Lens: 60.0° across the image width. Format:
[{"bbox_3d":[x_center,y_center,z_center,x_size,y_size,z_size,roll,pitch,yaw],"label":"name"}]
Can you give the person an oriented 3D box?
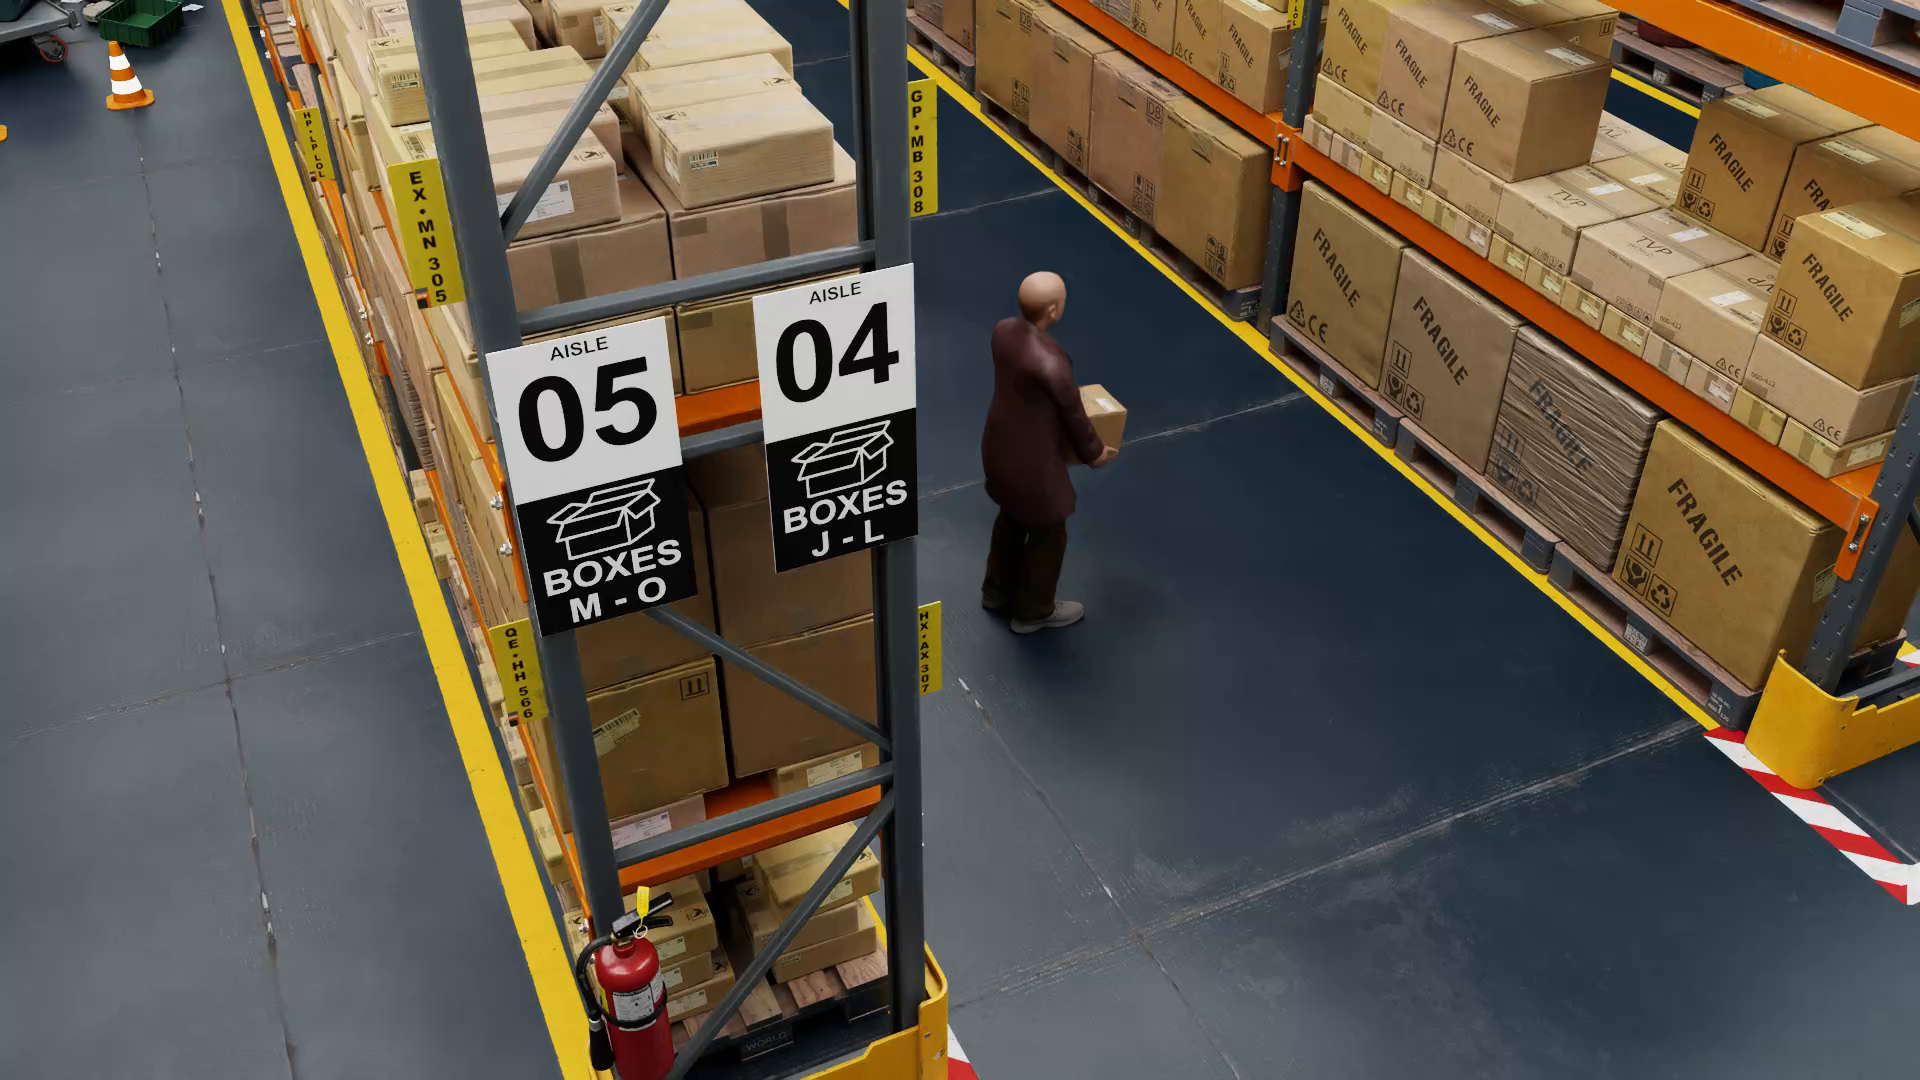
[{"bbox_3d":[0.384,-0.393,7.401,0.575,1.776,0.525,-16,40,-21],"label":"person"}]
